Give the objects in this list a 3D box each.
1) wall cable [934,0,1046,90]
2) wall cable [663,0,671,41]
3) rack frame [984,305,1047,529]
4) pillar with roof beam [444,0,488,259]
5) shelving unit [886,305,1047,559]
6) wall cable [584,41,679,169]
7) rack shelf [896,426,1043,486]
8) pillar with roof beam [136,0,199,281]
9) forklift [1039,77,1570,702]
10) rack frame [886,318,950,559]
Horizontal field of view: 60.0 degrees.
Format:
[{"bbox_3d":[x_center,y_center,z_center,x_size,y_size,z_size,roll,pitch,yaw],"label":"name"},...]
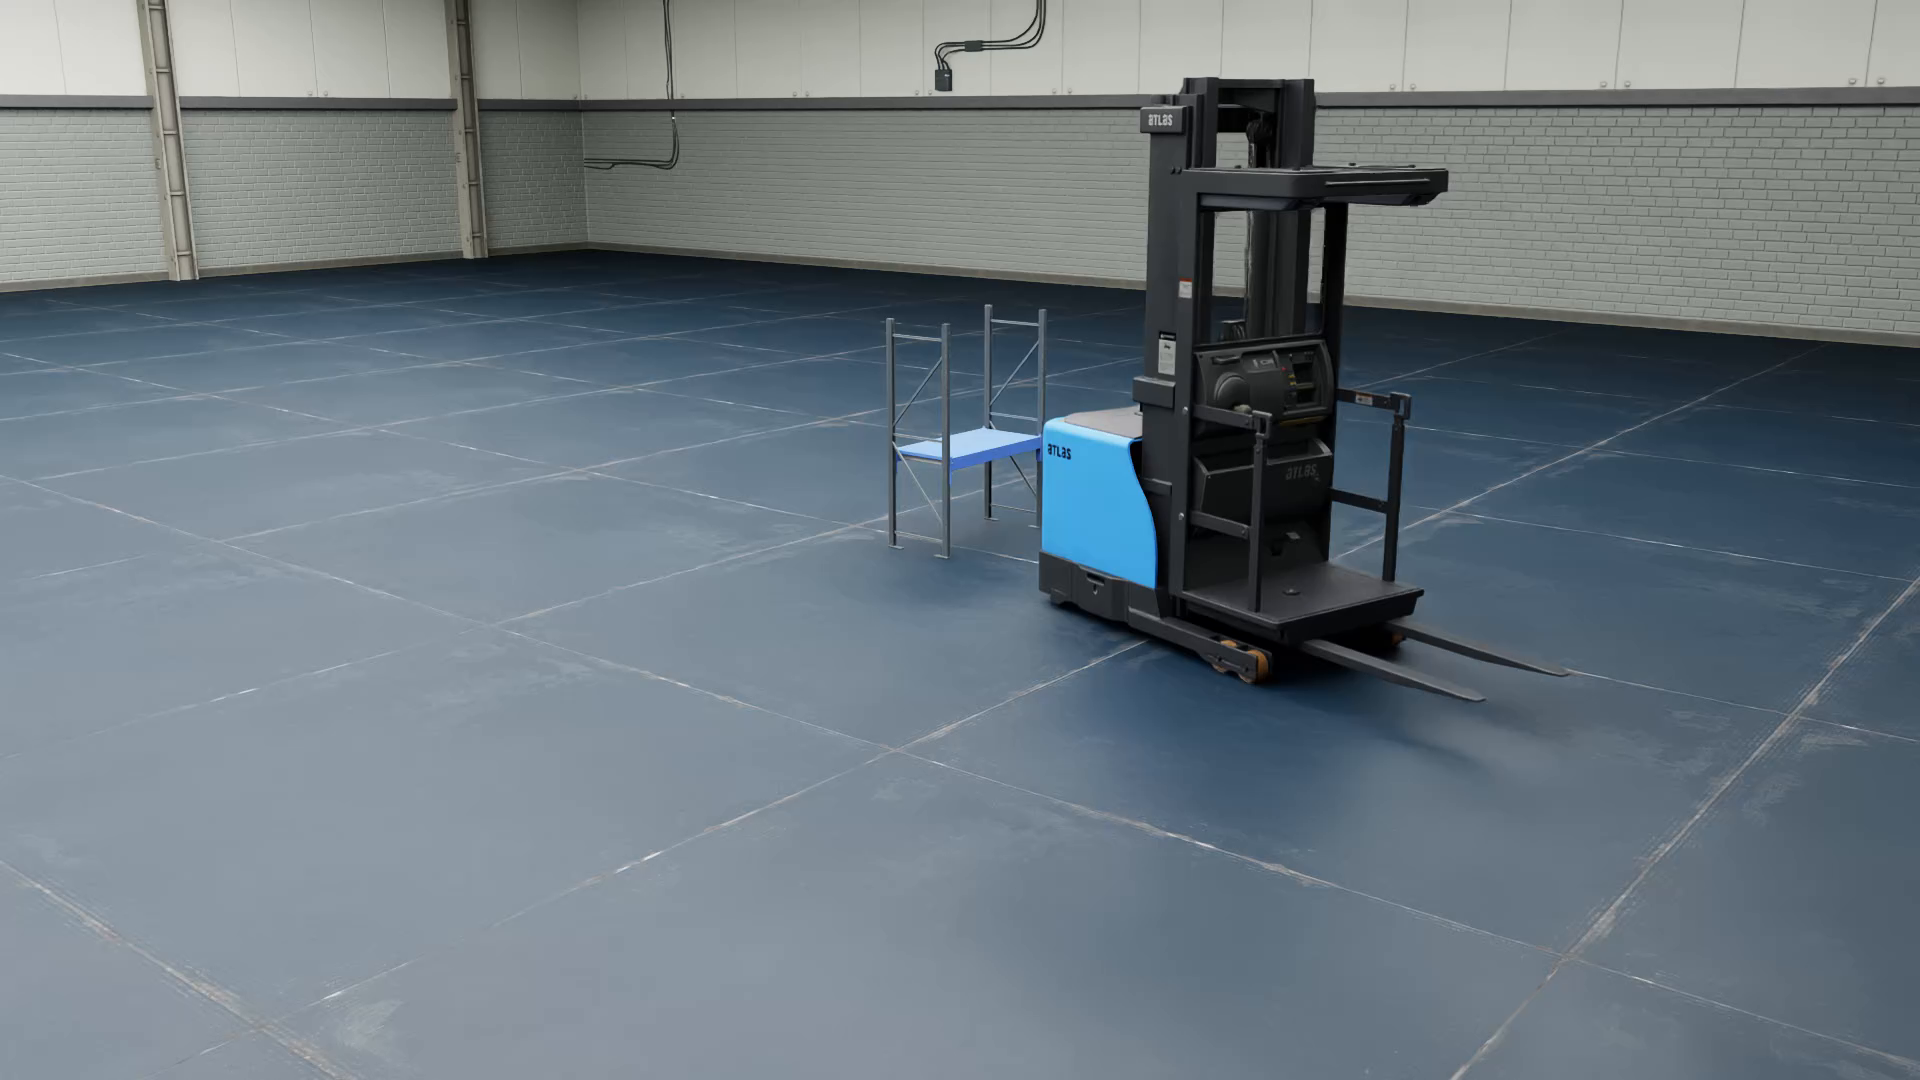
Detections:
[{"bbox_3d":[0.480,-10.593,27.640,2.305,6.003,0.169,11,18,38],"label":"wall cable"},{"bbox_3d":[-4.790,-10.941,31.966,3.097,2.526,0.112,11,18,38],"label":"wall cable"},{"bbox_3d":[0.373,-0.841,11.386,0.500,1.500,0.032,11,18,38],"label":"rack frame"},{"bbox_3d":[-6.426,-9.392,29.816,9.100,9.000,0.400,11,18,38],"label":"pillar with roof beam"},{"bbox_3d":[0.054,-0.743,11.003,0.538,1.500,1.048,11,18,38],"label":"shelving unit"},{"bbox_3d":[-6.894,-8.912,34.236,3.097,2.526,0.112,11,18,38],"label":"wall cable"},{"bbox_3d":[0.054,-0.569,11.047,0.538,0.185,1.000,11,18,38],"label":"rack shelf"},{"bbox_3d":[-10.197,-8.243,25.292,9.100,9.000,0.400,11,18,38],"label":"pillar with roof beam"},{"bbox_3d":[1.713,-0.840,8.477,1.130,2.935,3.031,-10,17,-34],"label":"forklift"},{"bbox_3d":[-0.266,-0.646,10.619,0.500,1.500,0.032,11,18,38],"label":"rack frame"}]
